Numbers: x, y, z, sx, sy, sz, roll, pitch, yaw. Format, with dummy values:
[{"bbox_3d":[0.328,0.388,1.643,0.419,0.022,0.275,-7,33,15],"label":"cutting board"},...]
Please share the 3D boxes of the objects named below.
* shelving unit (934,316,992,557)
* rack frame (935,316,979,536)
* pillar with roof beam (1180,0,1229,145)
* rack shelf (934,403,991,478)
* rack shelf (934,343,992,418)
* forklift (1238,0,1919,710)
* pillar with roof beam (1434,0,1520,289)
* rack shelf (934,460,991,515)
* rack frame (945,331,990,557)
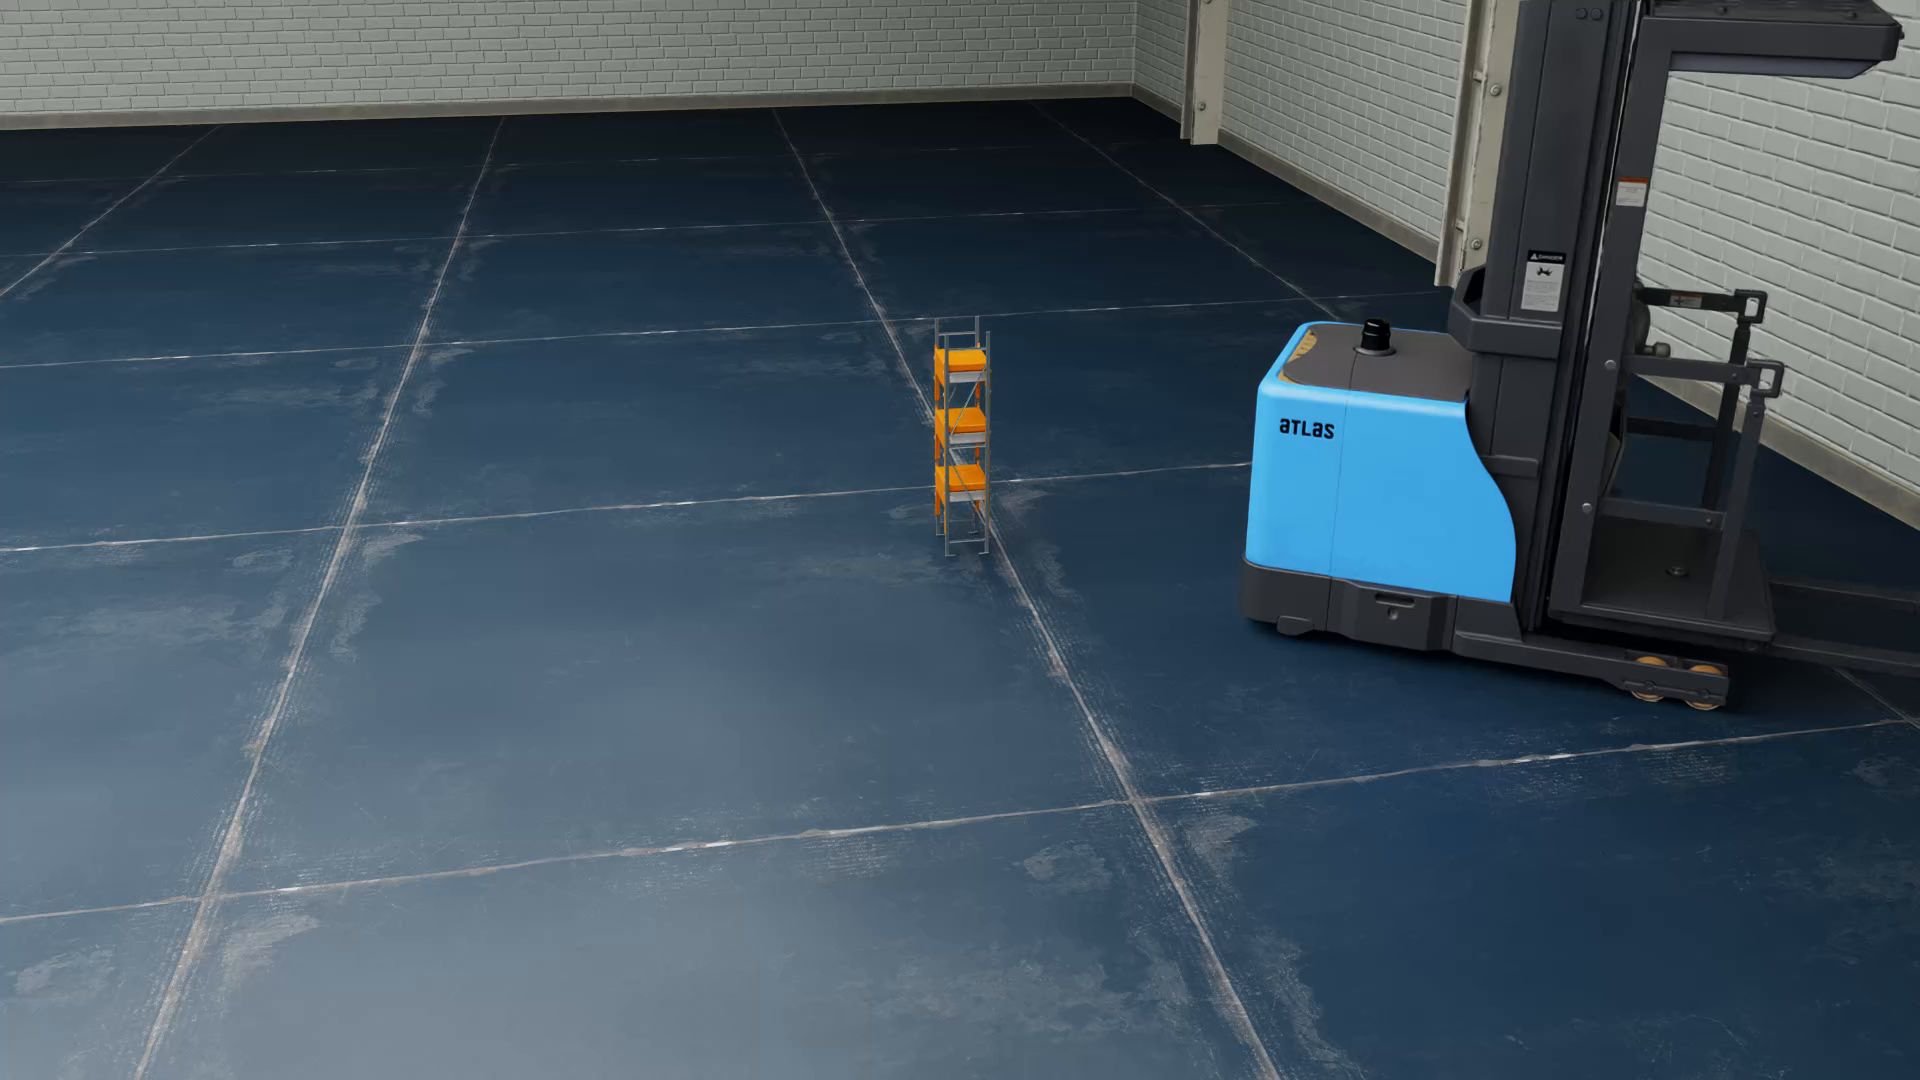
[{"bbox_3d":[0.010,-0.460,7.492,0.215,1.050,0.252,-4,24,-10],"label":"shelving unit"},{"bbox_3d":[-0.013,-0.508,7.602,0.200,1.050,0.008,-4,24,-10],"label":"rack frame"},{"bbox_3d":[-1.744,-7.939,14.685,9.100,9.000,0.400,-4,24,-10],"label":"pillar with roof beam"},{"bbox_3d":[0.010,-0.450,7.496,0.215,0.259,0.240,-4,24,-10],"label":"rack shelf"},{"bbox_3d":[0.010,-0.710,7.382,0.215,0.259,0.240,-4,24,-10],"label":"rack shelf"},{"bbox_3d":[2.727,-0.941,6.244,3.031,2.935,1.130,9,25,19],"label":"forklift"},{"bbox_3d":[-0.635,-5.579,9.281,9.100,9.000,0.400,-4,24,-10],"label":"pillar with roof beam"},{"bbox_3d":[0.010,-0.196,7.607,0.215,0.259,0.240,-4,24,-10],"label":"rack shelf"},{"bbox_3d":[0.032,-0.412,7.382,0.200,1.050,0.008,-4,24,-10],"label":"rack frame"}]
